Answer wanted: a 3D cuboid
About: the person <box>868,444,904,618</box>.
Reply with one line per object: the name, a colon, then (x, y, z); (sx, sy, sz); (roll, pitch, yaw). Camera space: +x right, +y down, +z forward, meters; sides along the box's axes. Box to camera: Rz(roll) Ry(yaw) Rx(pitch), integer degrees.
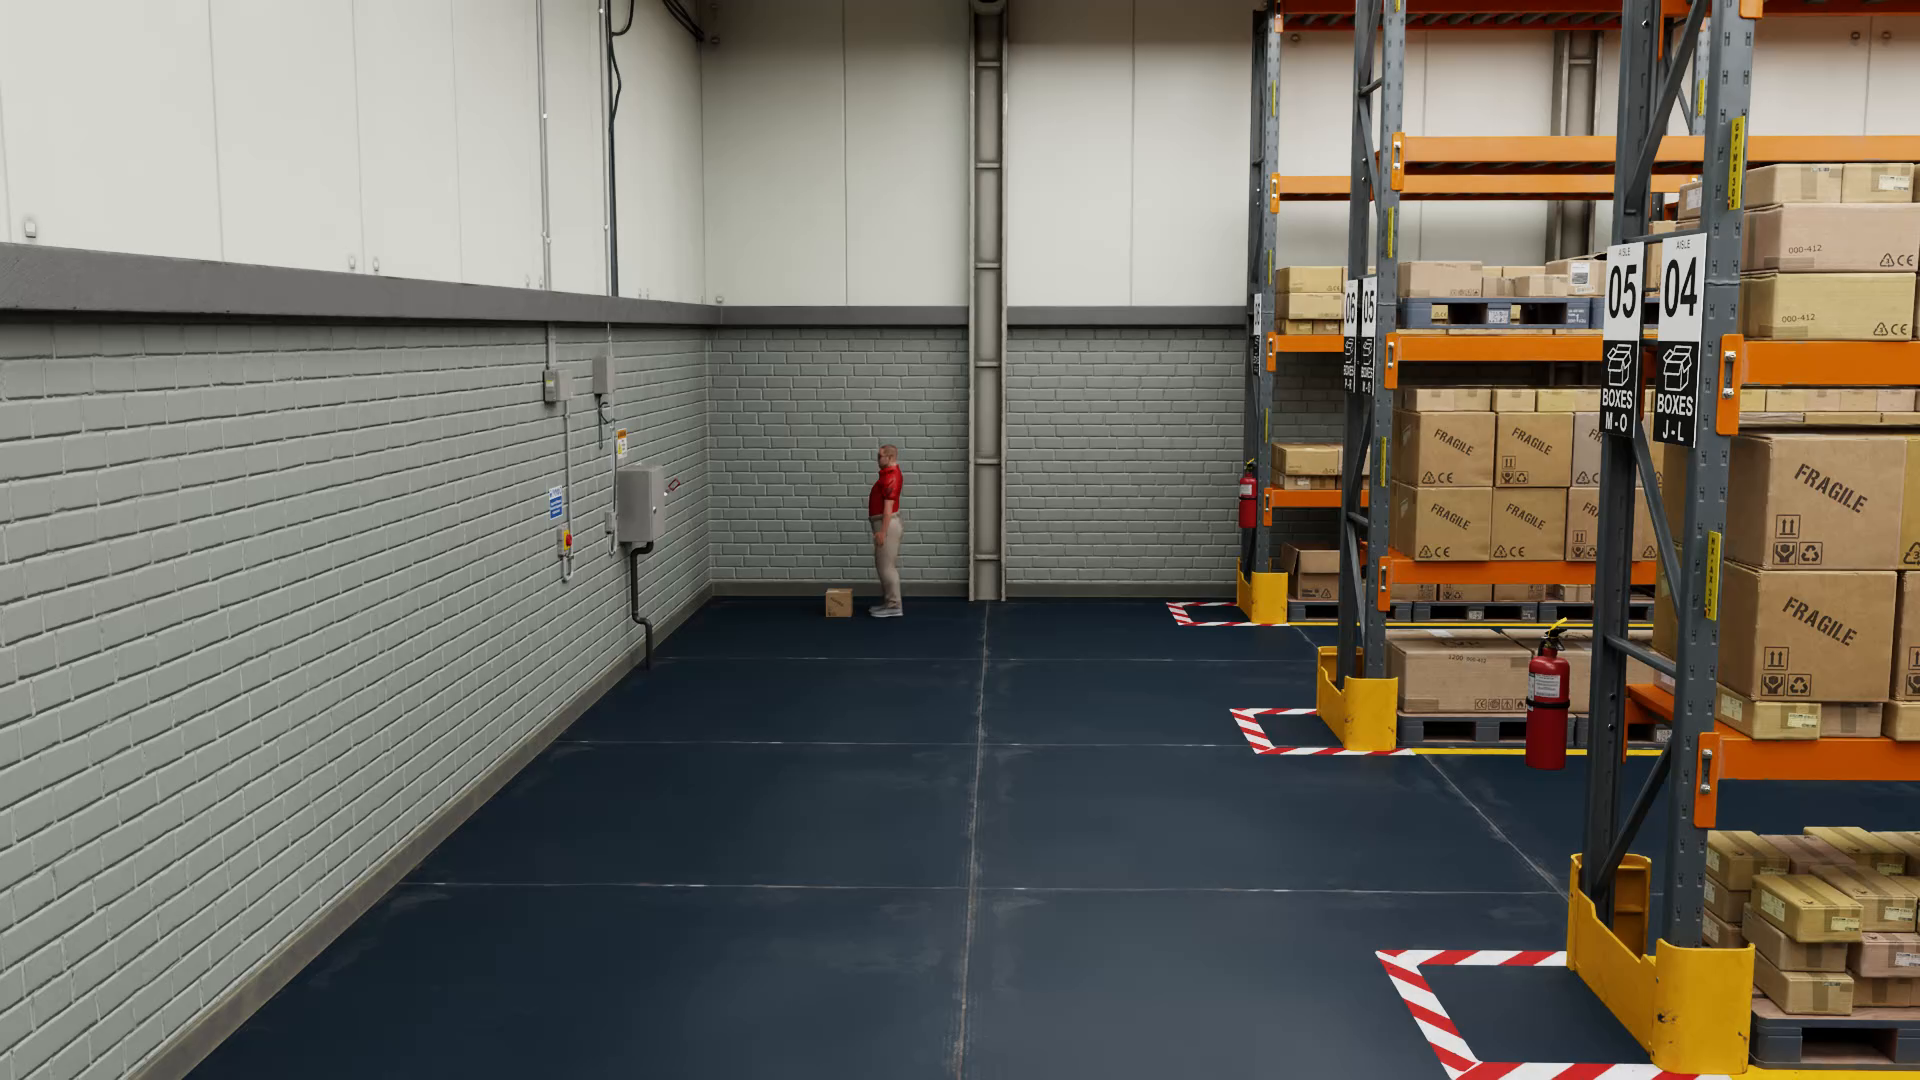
person: (-0.746, -0.095, 16.618); (0.366, 1.725, 0.527); (0, 7, 2)
